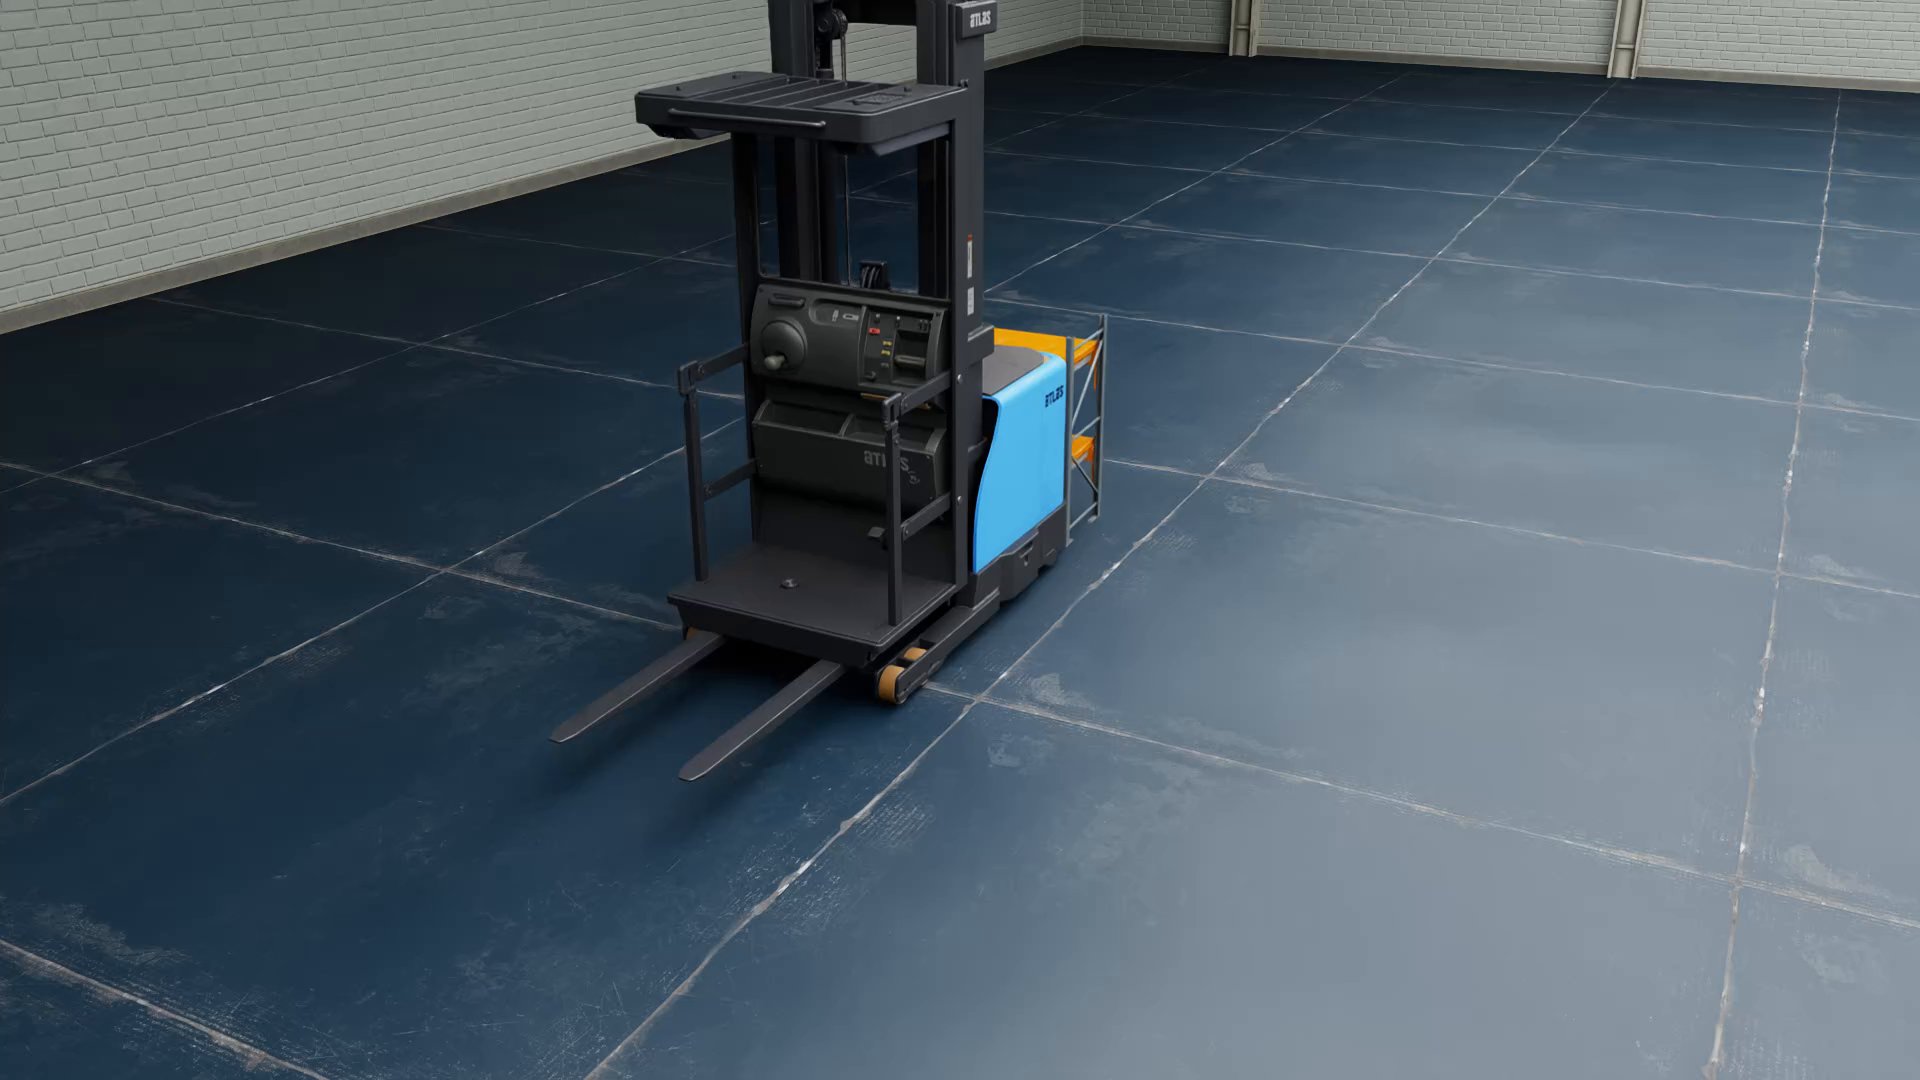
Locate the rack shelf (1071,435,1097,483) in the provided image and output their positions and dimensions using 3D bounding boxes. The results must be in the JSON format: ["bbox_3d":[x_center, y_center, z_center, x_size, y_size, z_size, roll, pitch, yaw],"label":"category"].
[{"bbox_3d":[0.185,-0.428,8.944,1.000,0.278,0.538,11,25,23],"label":"rack shelf"}]

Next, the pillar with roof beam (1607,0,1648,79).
[{"bbox_3d":[8.147,-9.700,20.060,0.400,9.000,9.100,11,25,25],"label":"pillar with roof beam"}]

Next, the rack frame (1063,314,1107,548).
[{"bbox_3d":[0.644,-0.568,8.648,0.032,1.125,0.500,11,25,23],"label":"rack frame"}]

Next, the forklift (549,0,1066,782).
[{"bbox_3d":[-0.590,-0.846,6.993,1.130,2.935,3.031,11,26,25],"label":"forklift"}]

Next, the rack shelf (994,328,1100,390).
[{"bbox_3d":[0.185,-0.923,8.734,1.000,0.278,0.538,11,25,23],"label":"rack shelf"}]

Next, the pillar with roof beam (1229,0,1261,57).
[{"bbox_3d":[2.792,-10.759,22.551,0.400,9.000,9.100,11,25,25],"label":"pillar with roof beam"}]

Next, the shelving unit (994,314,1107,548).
[{"bbox_3d":[0.185,-0.653,8.849,1.048,1.125,0.538,11,25,23],"label":"shelving unit"}]
